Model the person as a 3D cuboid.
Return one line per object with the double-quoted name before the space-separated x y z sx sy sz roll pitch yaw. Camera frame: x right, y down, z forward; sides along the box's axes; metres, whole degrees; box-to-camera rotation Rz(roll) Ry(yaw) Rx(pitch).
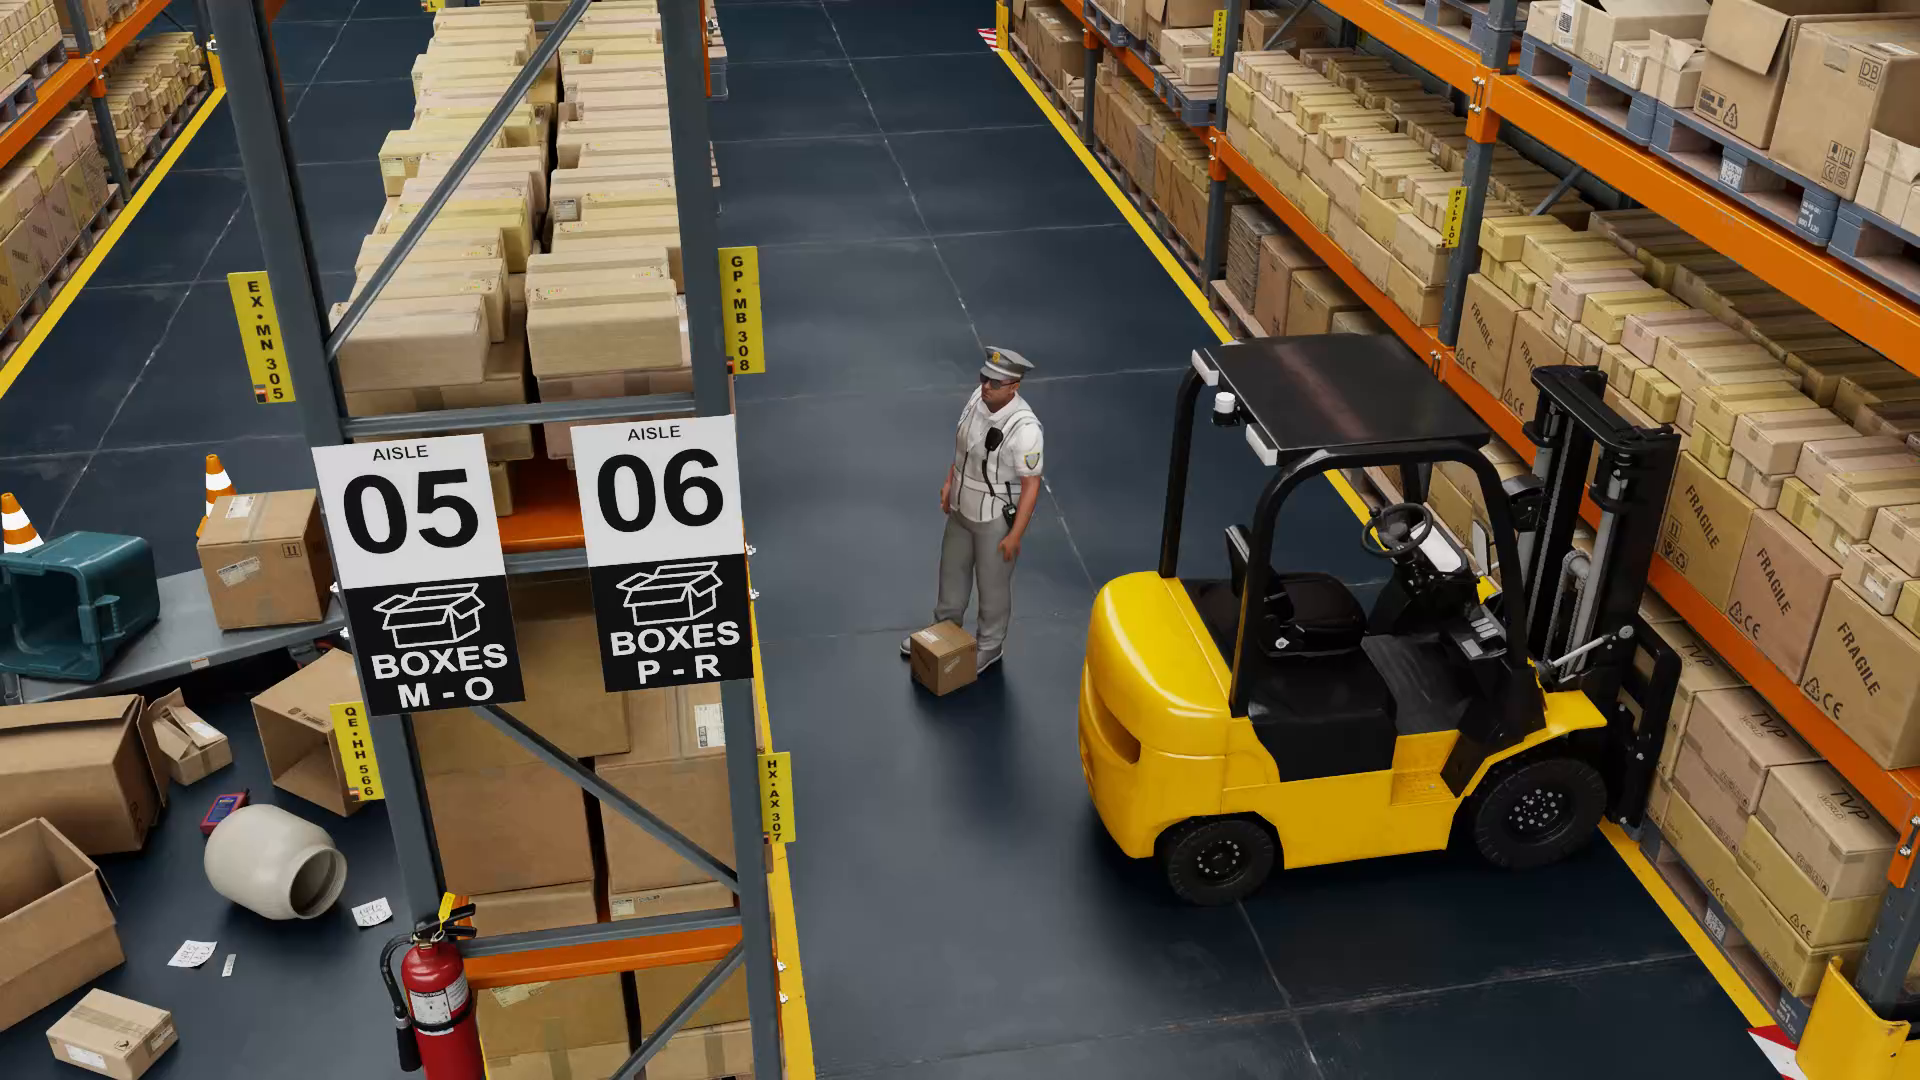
"person" 0.072 -0.136 8.314 0.574 1.781 0.641 -19 36 -29
